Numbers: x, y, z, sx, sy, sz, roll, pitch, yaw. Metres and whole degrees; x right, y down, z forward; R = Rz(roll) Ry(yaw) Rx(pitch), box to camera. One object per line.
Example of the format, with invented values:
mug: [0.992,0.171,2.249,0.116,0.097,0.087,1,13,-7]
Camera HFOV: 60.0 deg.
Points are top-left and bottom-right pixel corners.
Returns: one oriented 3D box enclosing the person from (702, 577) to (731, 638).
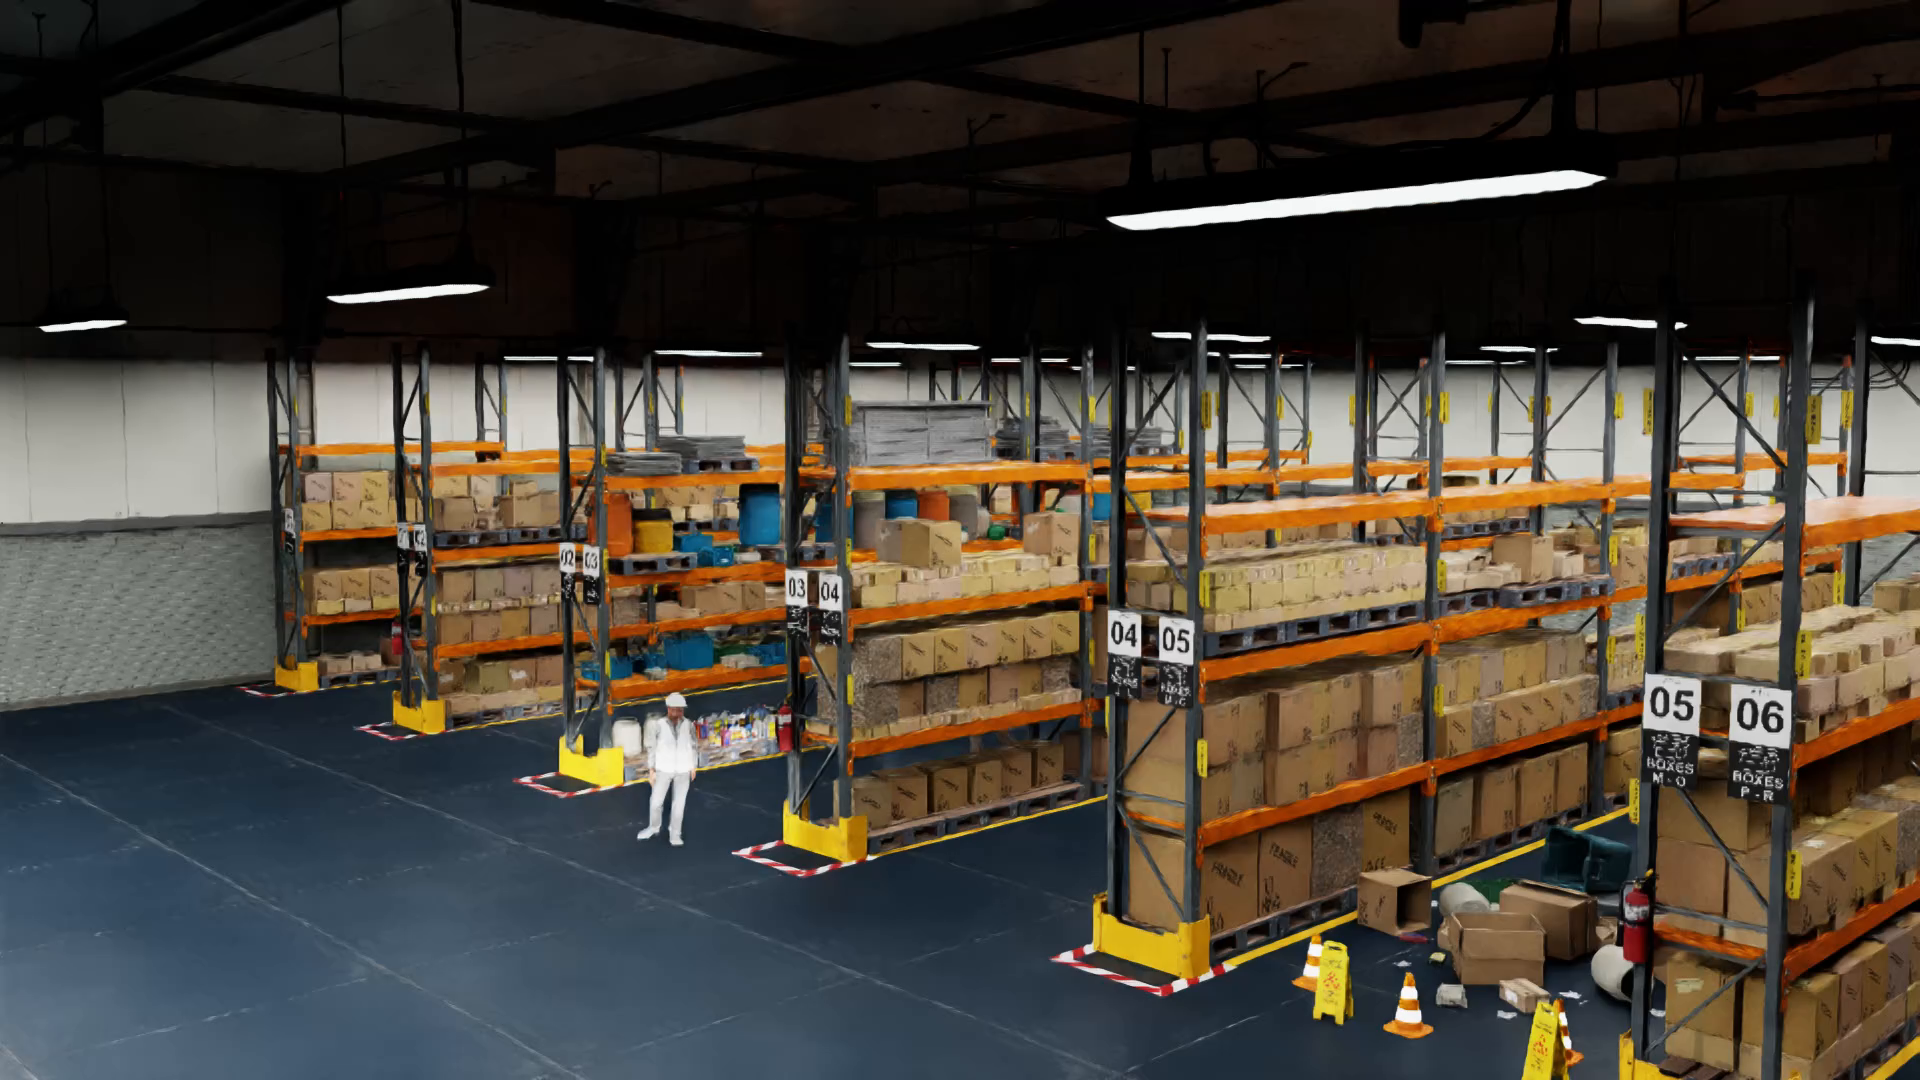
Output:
person: [-4.682,1.505,31.871,0.636,1.782,0.550,-1,5,-13]

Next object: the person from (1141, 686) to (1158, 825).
person: [2.458,2.575,20.085,1.126,1.675,0.542,-4,7,-41]

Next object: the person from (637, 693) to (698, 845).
person: [-3.355,2.623,19.088,0.698,1.763,0.448,-2,5,-18]

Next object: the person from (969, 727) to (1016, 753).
person: [0.459,2.340,22.910,0.942,1.677,0.568,-3,6,-28]
